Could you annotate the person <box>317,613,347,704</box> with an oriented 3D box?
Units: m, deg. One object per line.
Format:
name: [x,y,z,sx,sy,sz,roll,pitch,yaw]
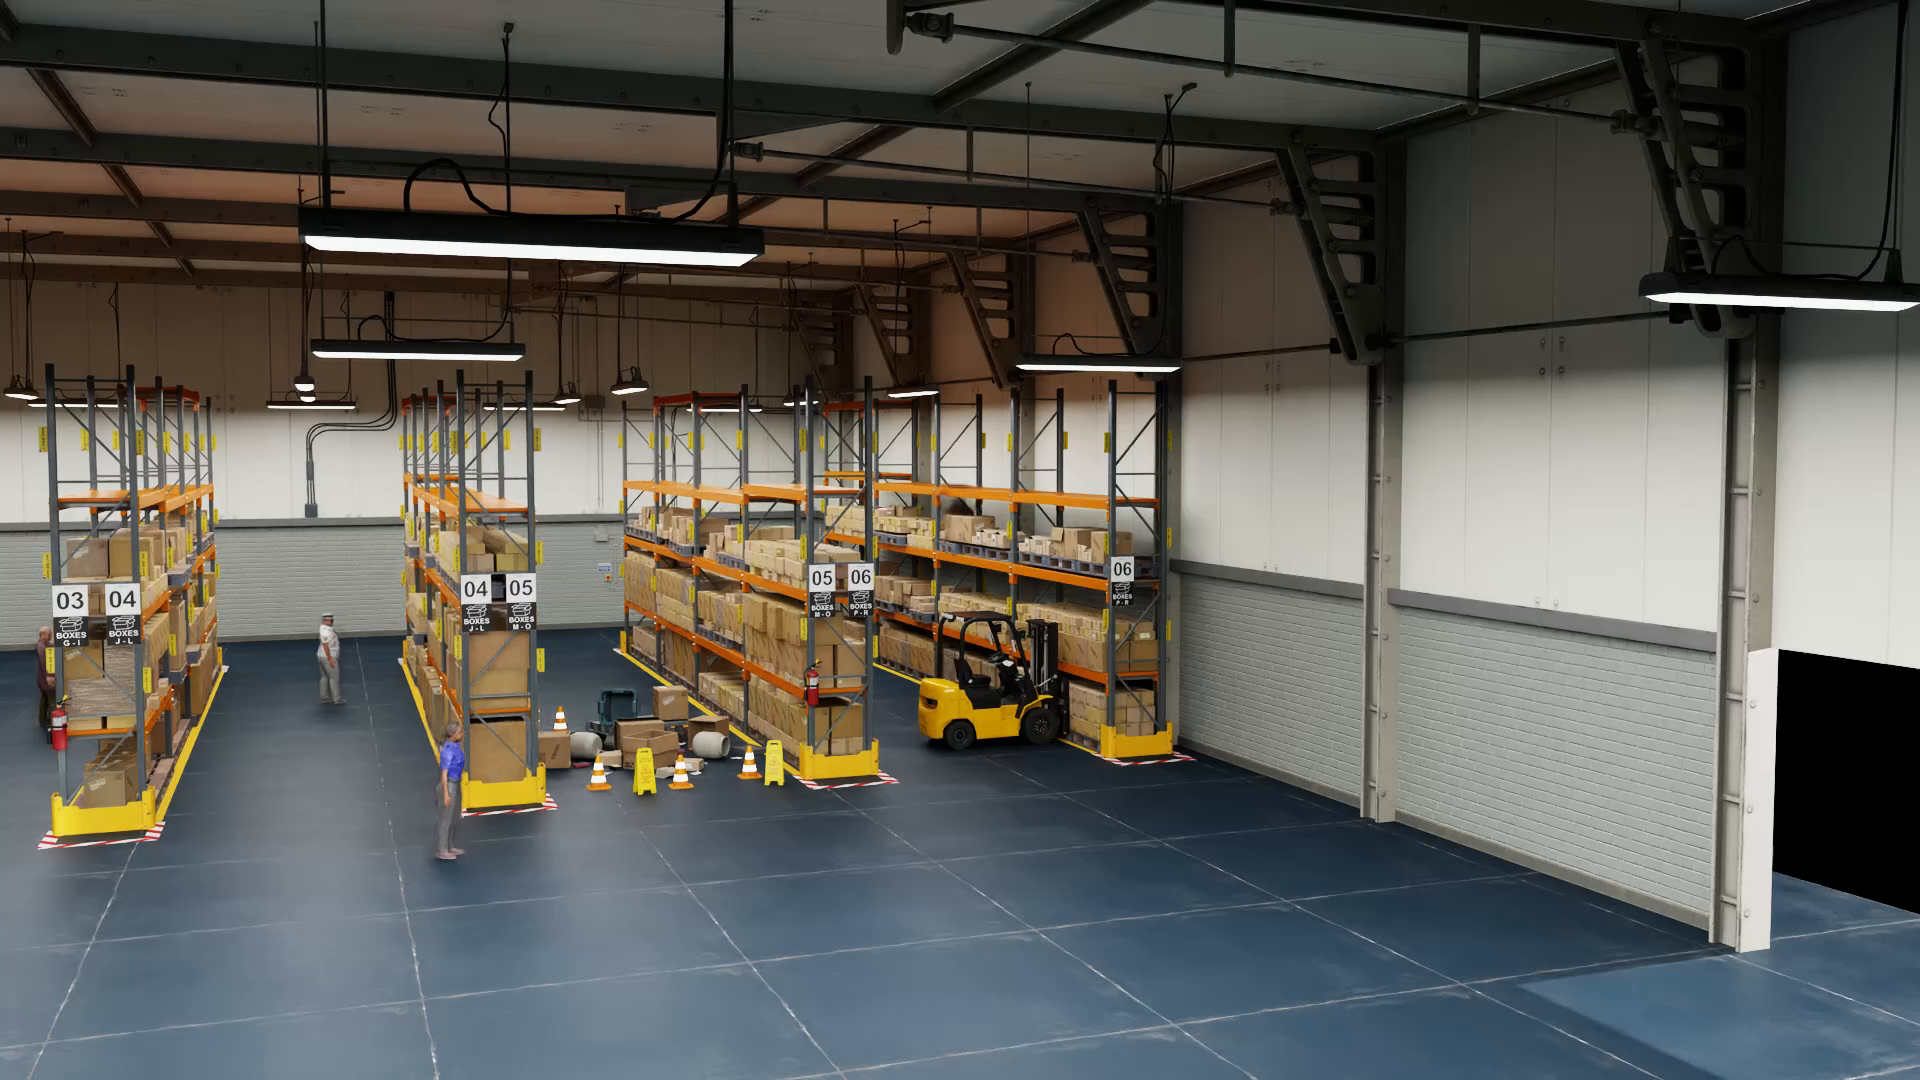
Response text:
person: [-12.032,2.263,31.832,0.476,1.741,0.613,-2,4,-35]

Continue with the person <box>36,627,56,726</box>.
person: [-15.922,2.400,29.166,0.497,1.772,0.642,-3,4,-37]

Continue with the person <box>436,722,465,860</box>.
person: [-6.138,3.010,20.029,0.360,1.659,0.557,0,3,-3]
